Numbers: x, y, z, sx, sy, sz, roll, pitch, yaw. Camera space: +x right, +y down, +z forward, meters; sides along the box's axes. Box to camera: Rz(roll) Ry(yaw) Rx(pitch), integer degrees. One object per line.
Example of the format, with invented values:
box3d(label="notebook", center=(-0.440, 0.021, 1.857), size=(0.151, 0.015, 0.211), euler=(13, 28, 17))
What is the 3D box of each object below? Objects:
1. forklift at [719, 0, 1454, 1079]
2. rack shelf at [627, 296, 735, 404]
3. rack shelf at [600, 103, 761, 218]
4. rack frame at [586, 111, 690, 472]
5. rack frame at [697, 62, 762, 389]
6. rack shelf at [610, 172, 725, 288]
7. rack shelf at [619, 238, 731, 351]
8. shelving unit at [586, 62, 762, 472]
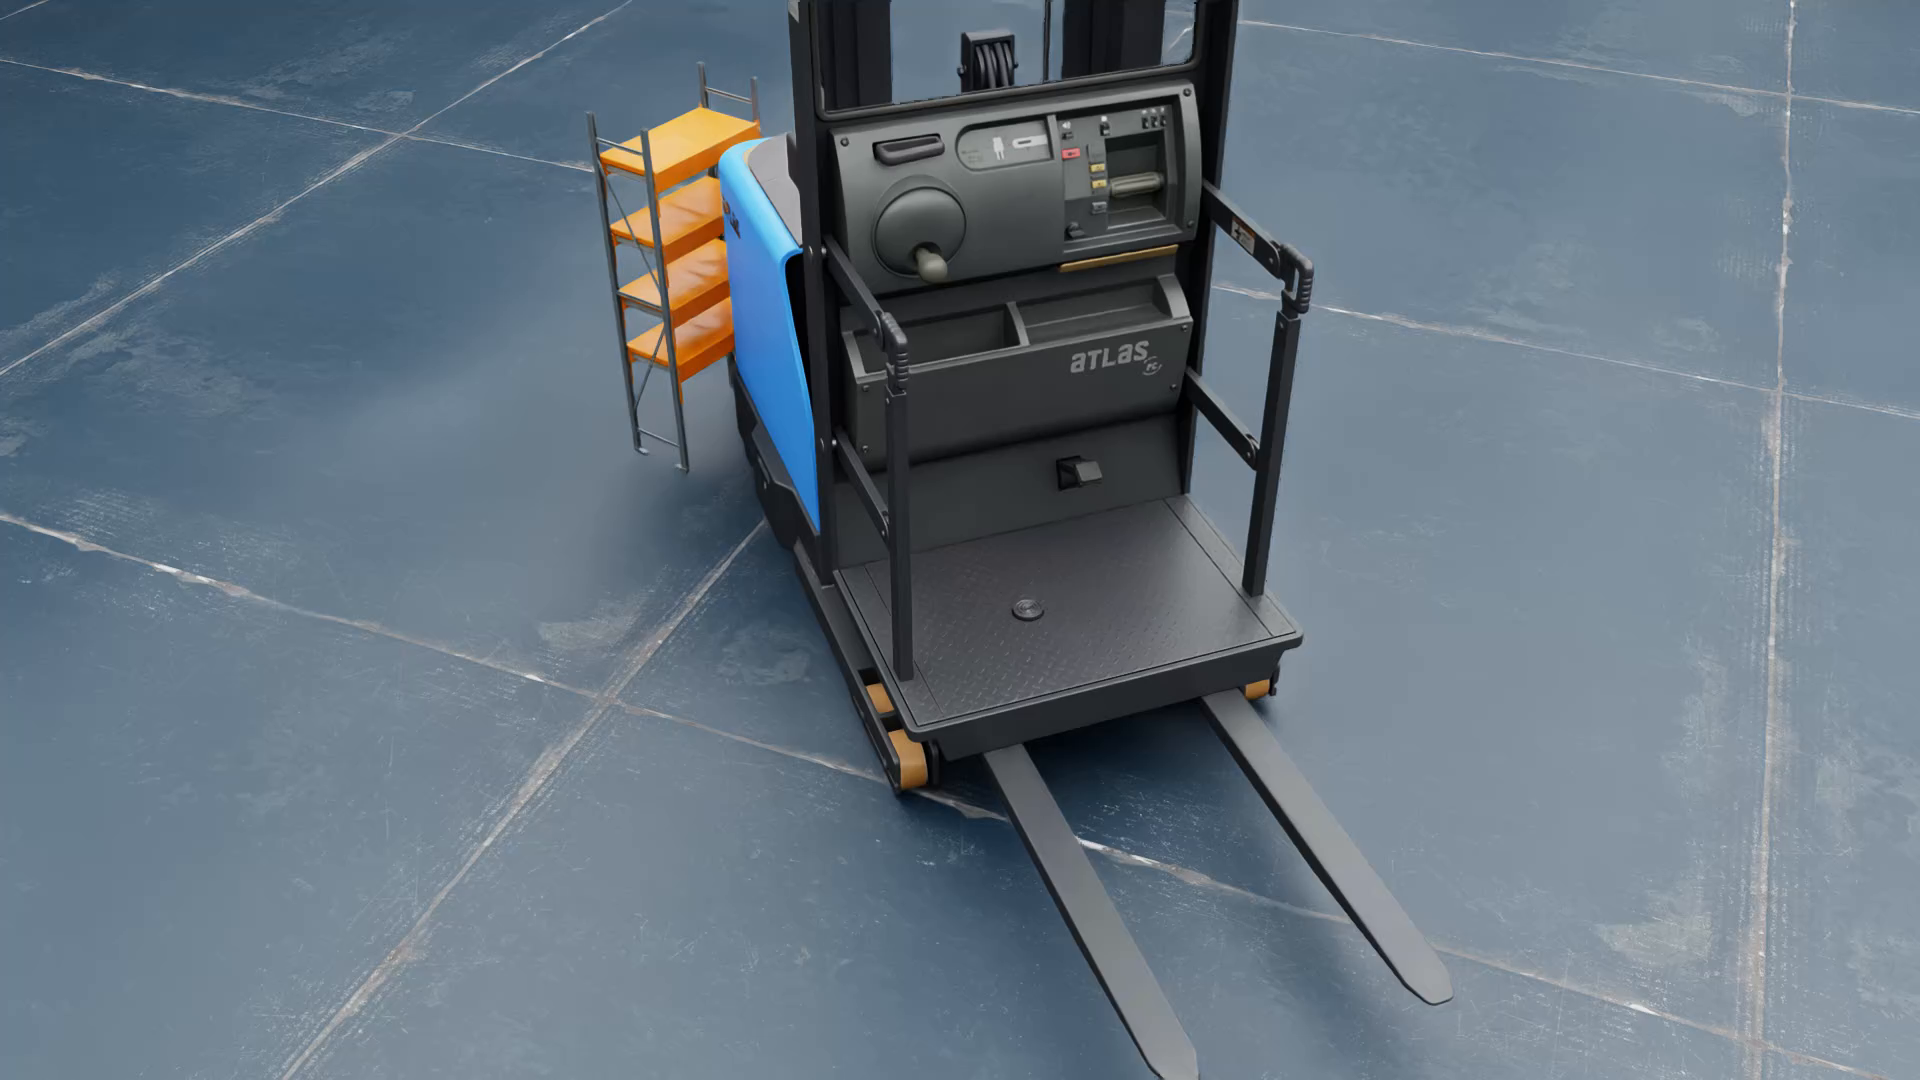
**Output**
box3d(label="forklift", center=(0.229, -0.798, 3.869), size=(1.130, 2.935, 3.031), euler=(-12, 39, -16))
box3d(label="rack shelf", center=(-0.868, -0.659, 5.572), size=(0.258, 0.148, 0.480), euler=(23, 42, 28))
box3d(label="rack shelf", center=(-0.871, -1.188, 5.180), size=(0.258, 0.148, 0.480), euler=(23, 42, 28))
box3d(label="rack frame", center=(-1.009, -0.753, 5.254), size=(0.240, 1.200, 0.015), euler=(23, 42, 28))
box3d(label="rack frame", center=(-0.729, -0.992, 5.574), size=(0.240, 1.200, 0.015), euler=(23, 42, 28))
box3d(label="rack shelf", center=(-0.870, -0.998, 5.321), size=(0.258, 0.148, 0.480), euler=(23, 42, 28))
box3d(label="rack shelf", center=(-0.869, -0.819, 5.454), size=(0.258, 0.148, 0.480), euler=(23, 42, 28))
box3d(label="shelving unit", center=(-0.869, -0.873, 5.414), size=(0.258, 1.200, 0.503), euler=(23, 42, 28))
